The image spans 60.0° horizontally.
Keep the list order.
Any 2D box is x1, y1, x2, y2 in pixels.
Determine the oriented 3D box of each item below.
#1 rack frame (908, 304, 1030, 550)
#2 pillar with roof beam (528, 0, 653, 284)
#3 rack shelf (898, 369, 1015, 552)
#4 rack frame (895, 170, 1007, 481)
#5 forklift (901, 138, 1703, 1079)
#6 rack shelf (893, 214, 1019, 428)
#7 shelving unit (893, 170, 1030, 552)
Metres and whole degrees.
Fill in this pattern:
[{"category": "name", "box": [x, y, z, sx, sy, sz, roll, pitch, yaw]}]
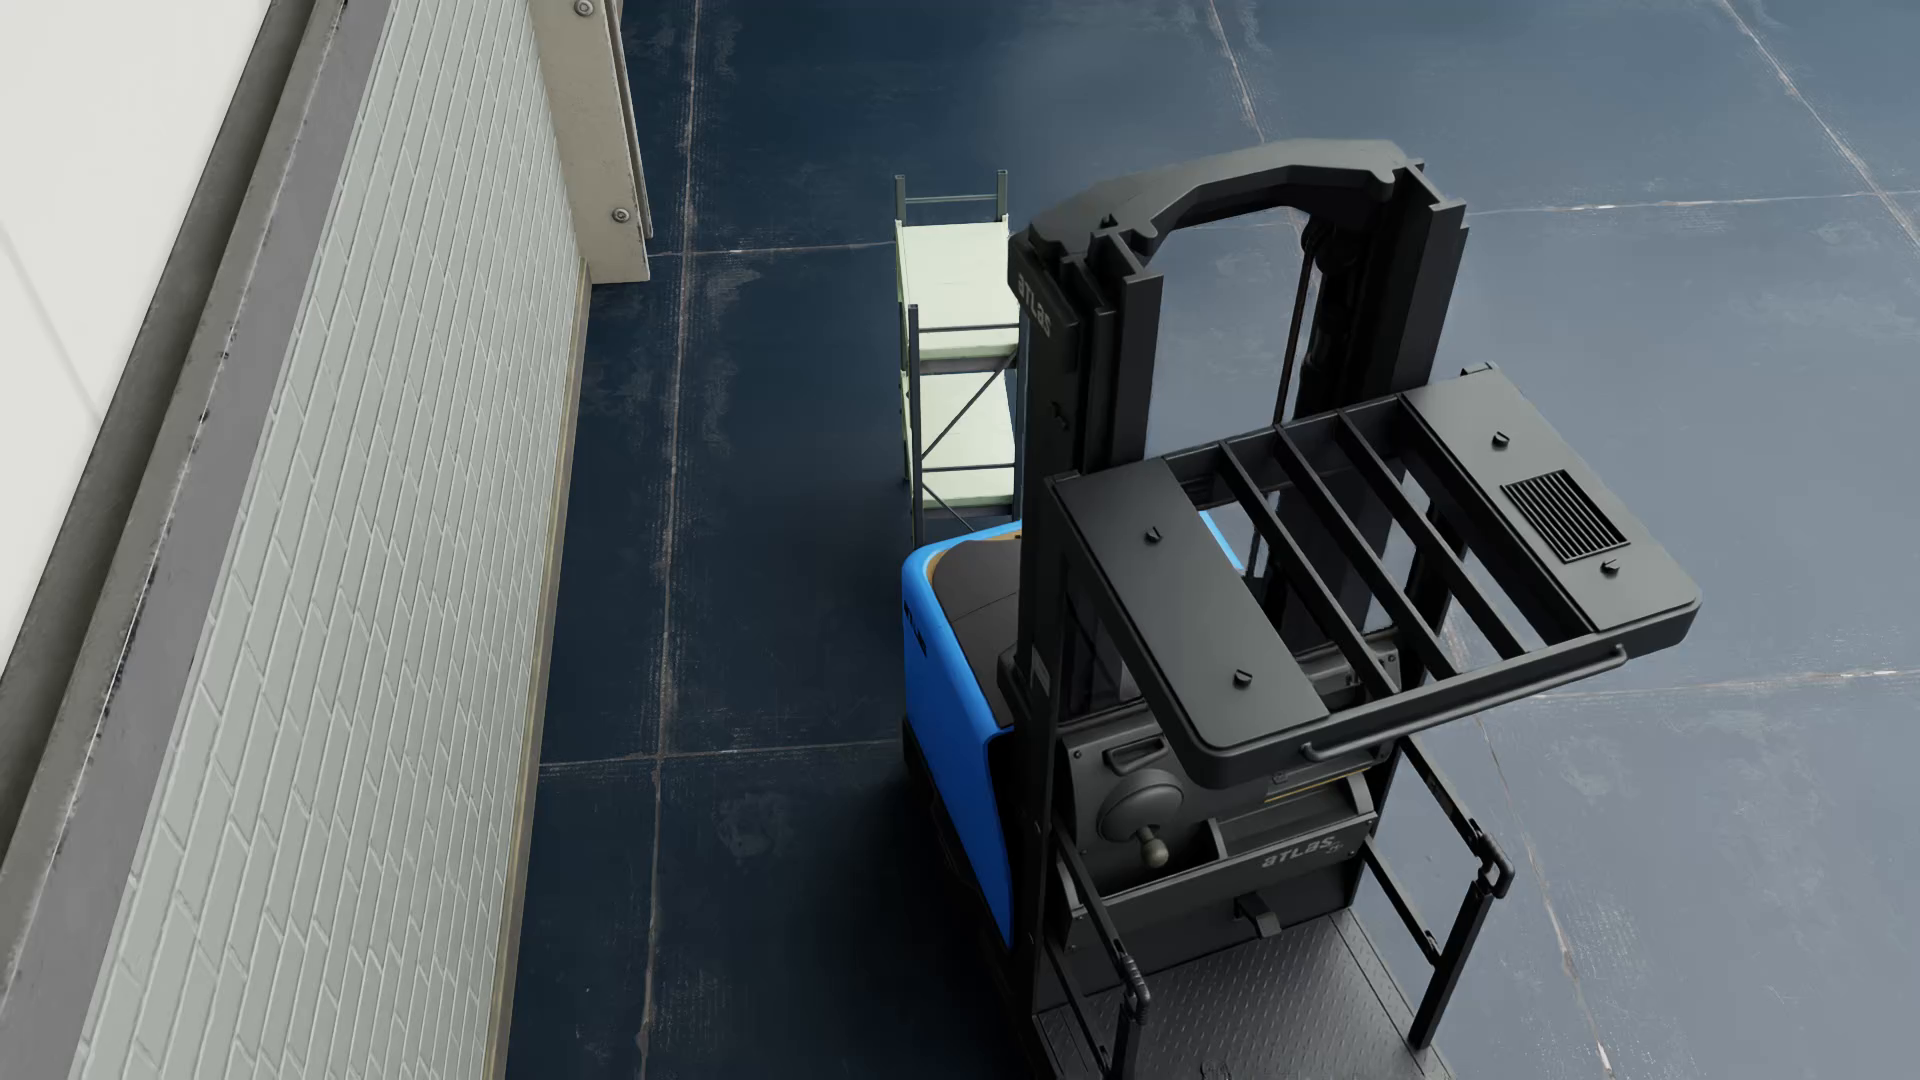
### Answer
[{"category": "rack frame", "box": [0.030, -0.256, 5.959, 0.400, 1.500, 0.023, -3, 47, -3]}, {"category": "pillar with roof beam", "box": [2.640, -4.725, 5.027, 9.100, 9.000, 0.400, -3, 47, -3]}, {"category": "rack shelf", "box": [-0.001, -0.296, 6.447, 0.431, 0.370, 0.720, -3, 47, -3]}, {"category": "rack frame", "box": [-0.031, -0.785, 6.461, 0.400, 1.500, 0.023, -3, 47, -3]}, {"category": "forklift", "box": [0.786, 0.649, 4.116, 1.130, 2.935, 3.031, -15, 48, -14]}, {"category": "rack shelf", "box": [-0.001, -0.789, 5.927, 0.431, 0.370, 0.720, -3, 47, -3]}, {"category": "shelving unit", "box": [-0.001, -0.521, 6.210, 0.431, 1.500, 0.755, -3, 47, -3]}]
